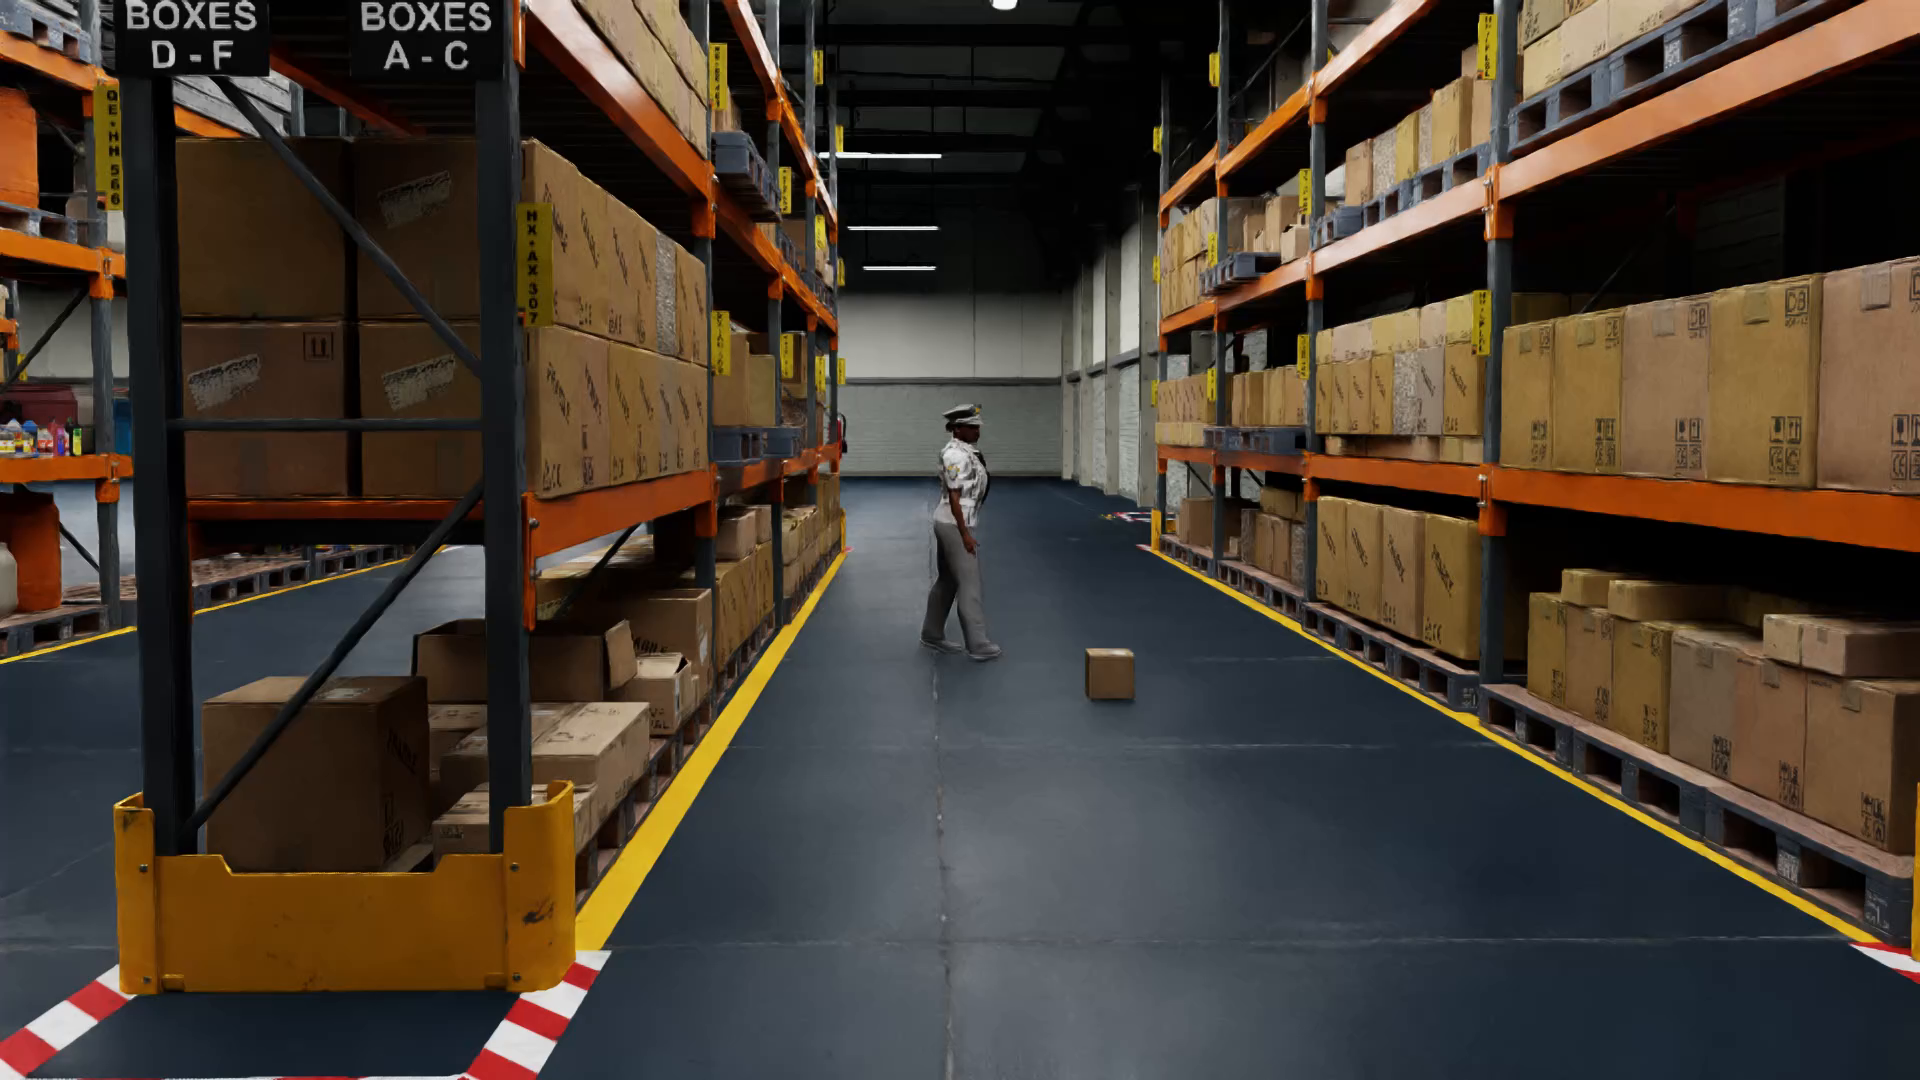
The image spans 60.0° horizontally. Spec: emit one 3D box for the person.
[{"bbox_3d":[0.000,-0.058,10.930,0.562,1.670,0.580,0,4,5],"label":"person"}]
